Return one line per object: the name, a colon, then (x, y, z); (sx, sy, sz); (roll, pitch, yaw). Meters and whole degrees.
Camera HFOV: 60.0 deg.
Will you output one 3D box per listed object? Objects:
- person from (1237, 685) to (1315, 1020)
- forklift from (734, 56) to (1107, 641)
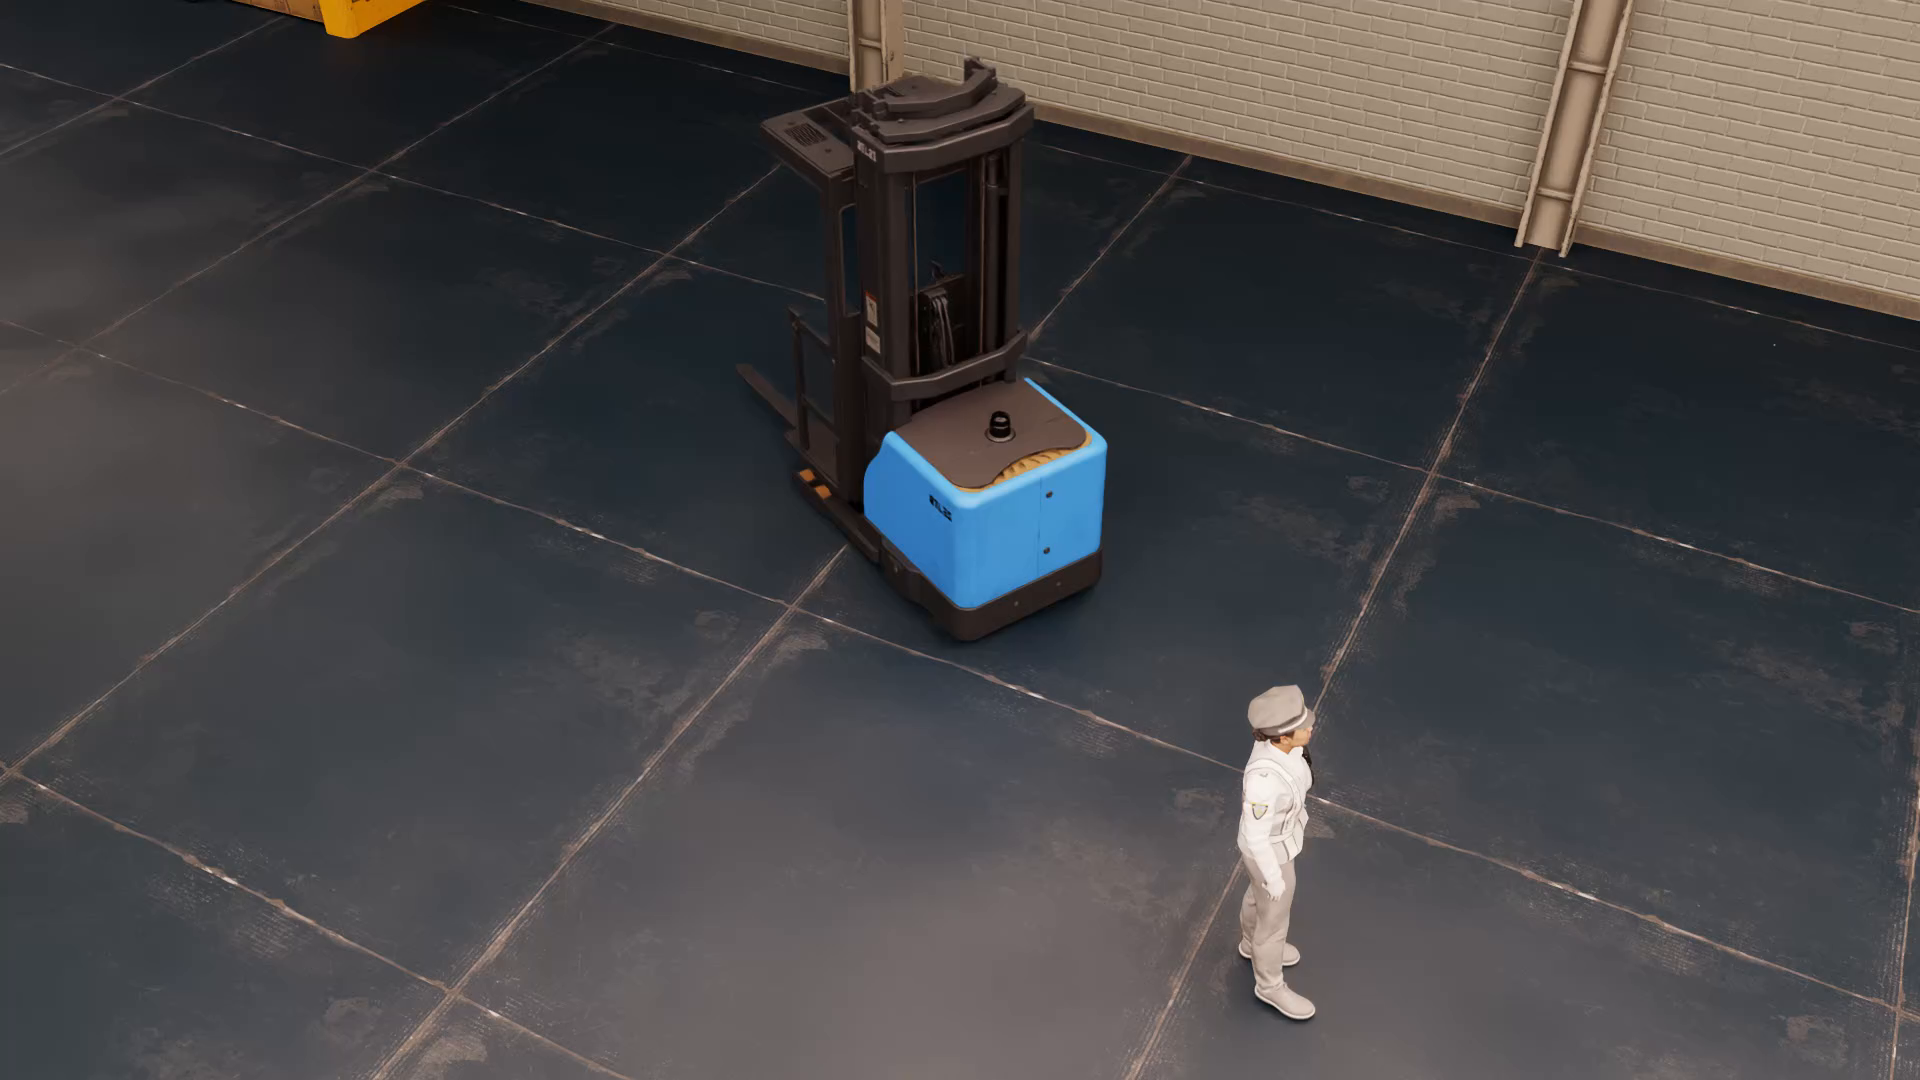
person: (1.449, 1.339, 7.345); (0.532, 1.695, 0.588); (12, 41, 13)
forklift: (-0.409, -1.459, 9.719); (1.130, 2.935, 3.031); (-24, 46, -26)
